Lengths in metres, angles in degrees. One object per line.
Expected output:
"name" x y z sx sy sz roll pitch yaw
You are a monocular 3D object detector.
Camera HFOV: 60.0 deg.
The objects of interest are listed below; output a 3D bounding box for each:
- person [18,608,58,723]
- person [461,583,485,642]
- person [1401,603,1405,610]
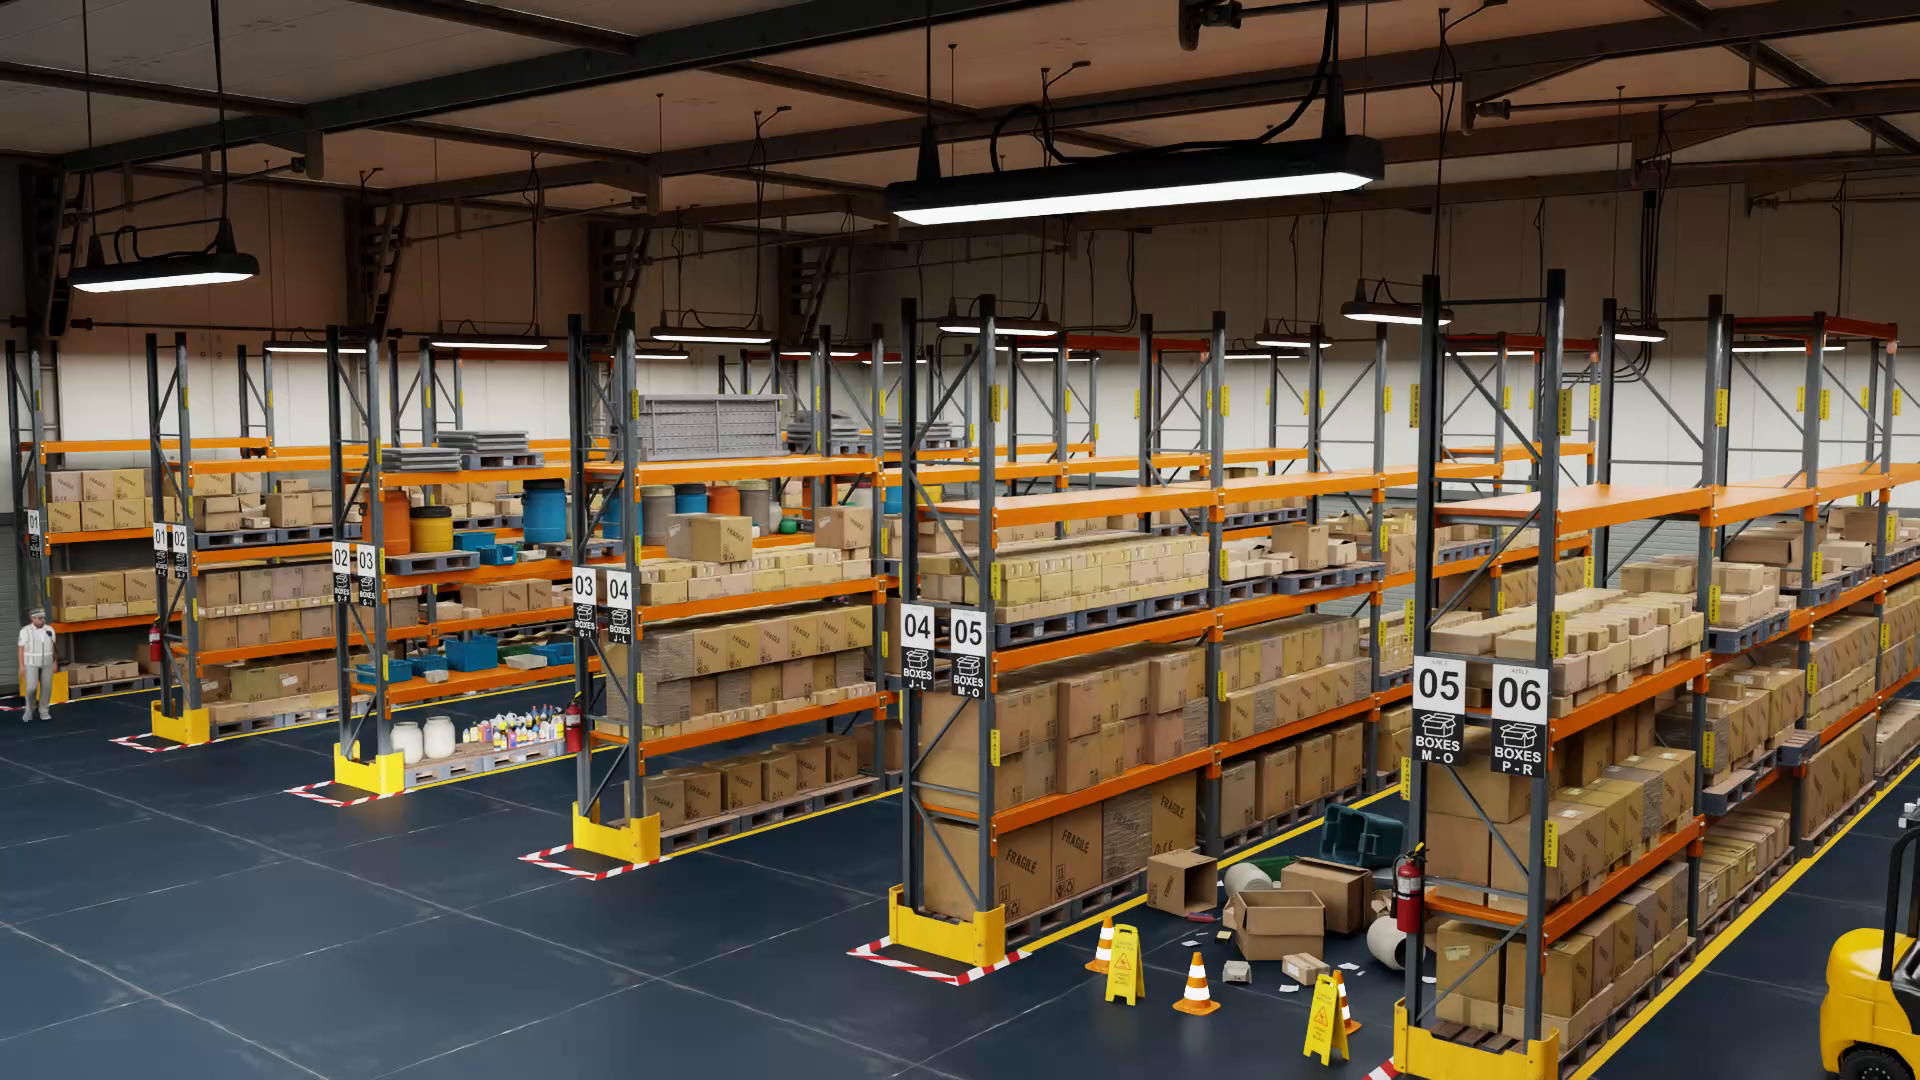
"person" -14.377 1.948 25.948 0.439 1.787 0.569 4 7 41
"person" -8.931 1.592 30.703 0.540 1.658 0.534 3 6 30
"person" 7.264 1.866 27.004 0.559 1.718 1.068 4 6 36
